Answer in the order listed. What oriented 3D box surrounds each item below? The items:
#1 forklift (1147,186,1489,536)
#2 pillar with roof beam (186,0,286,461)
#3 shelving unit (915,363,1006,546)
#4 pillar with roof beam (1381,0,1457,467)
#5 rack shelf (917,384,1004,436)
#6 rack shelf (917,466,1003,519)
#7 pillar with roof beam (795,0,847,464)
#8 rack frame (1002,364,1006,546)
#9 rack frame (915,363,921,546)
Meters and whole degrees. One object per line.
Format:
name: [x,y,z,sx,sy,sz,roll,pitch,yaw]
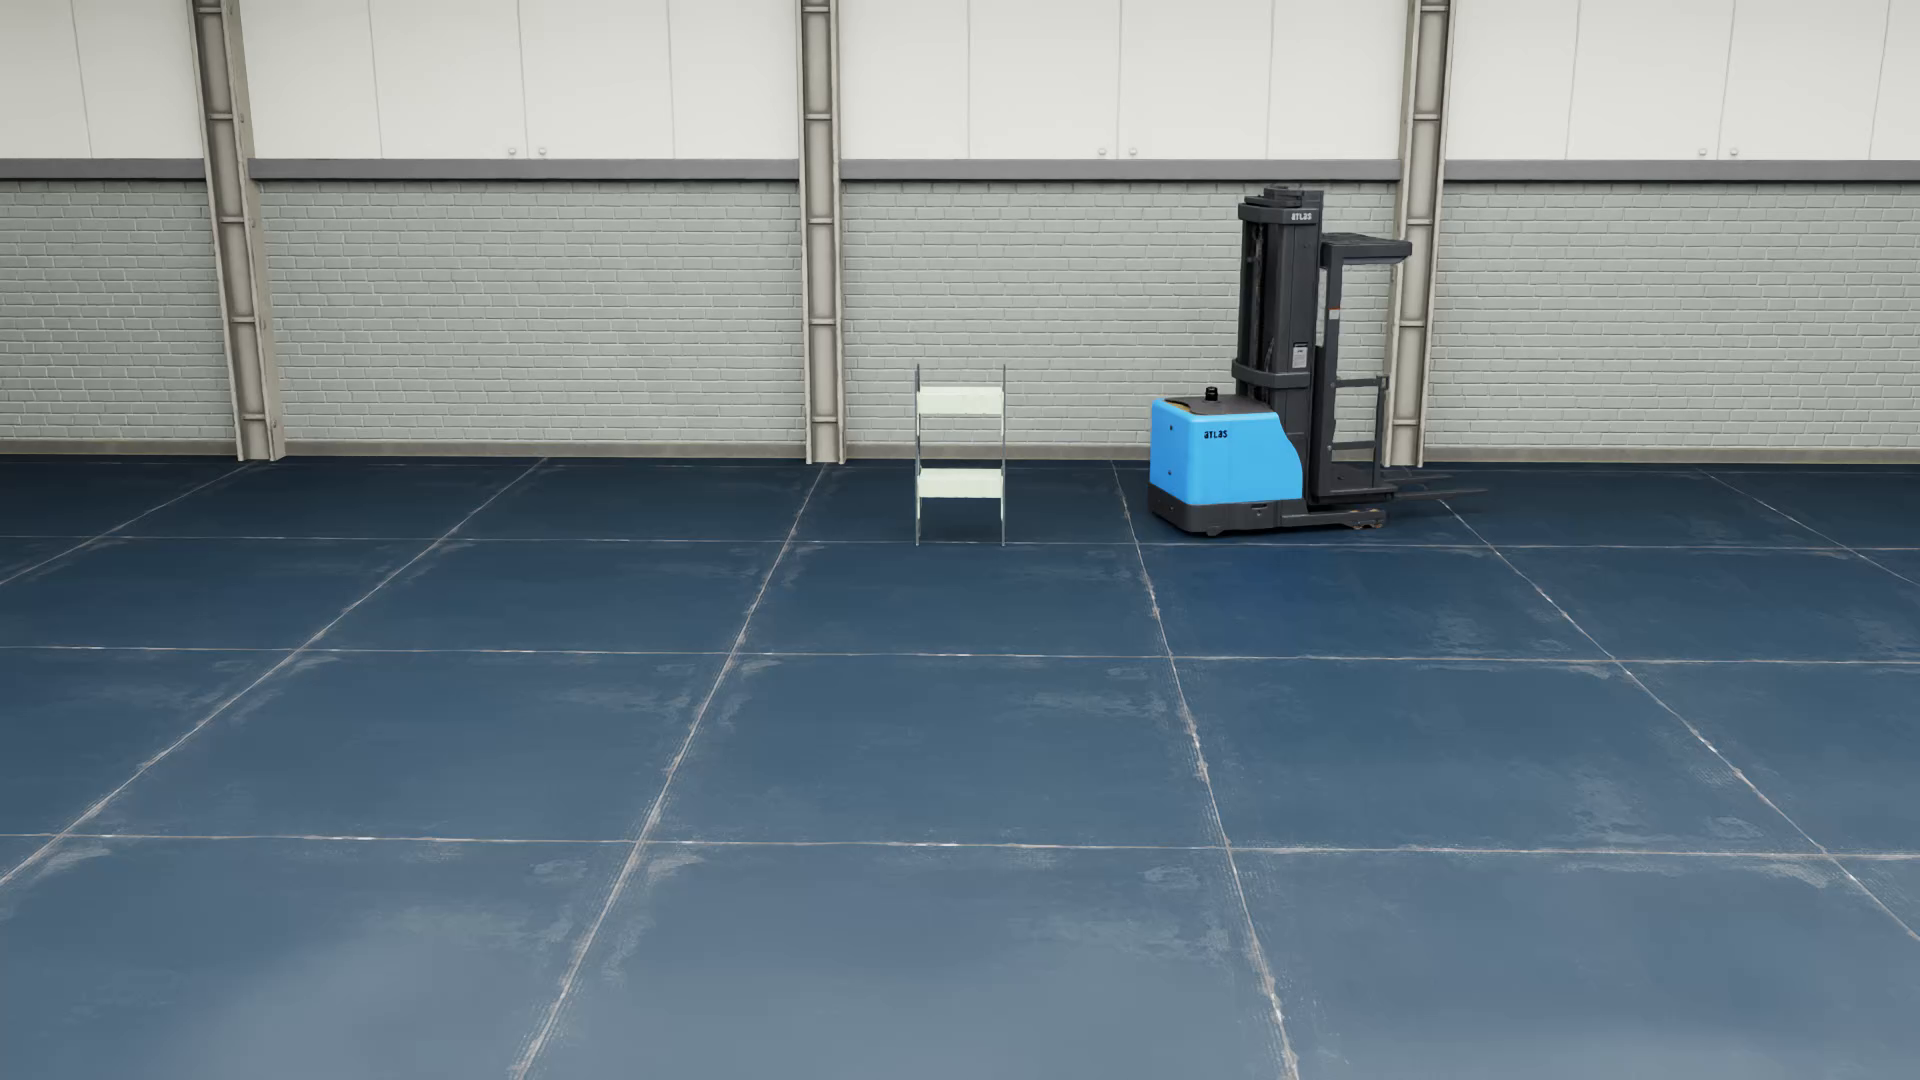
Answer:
forklift: [3.286,-1.637,14.798,3.031,2.935,1.130,-4,15,-14]
pillar with roof beam: [-7.512,-4.126,12.340,0.400,9.000,9.100,0,15,1]
shelving unit: [0.007,-0.725,14.149,0.755,1.500,0.431,0,15,1]
pillar with roof beam: [4.484,-4.048,12.043,0.400,9.000,9.100,0,15,1]
rack shelf: [0.007,-1.102,14.049,0.720,0.370,0.431,0,15,1]
rack shelf: [0.007,-0.410,14.232,0.720,0.370,0.431,0,15,1]
pillar with roof beam: [-1.514,-4.087,12.192,0.400,9.000,9.100,0,15,1]
rack frame: [0.373,-0.723,14.139,0.023,1.500,0.400,0,15,1]
rack frame: [-0.359,-0.728,14.158,0.023,1.500,0.400,0,15,1]
